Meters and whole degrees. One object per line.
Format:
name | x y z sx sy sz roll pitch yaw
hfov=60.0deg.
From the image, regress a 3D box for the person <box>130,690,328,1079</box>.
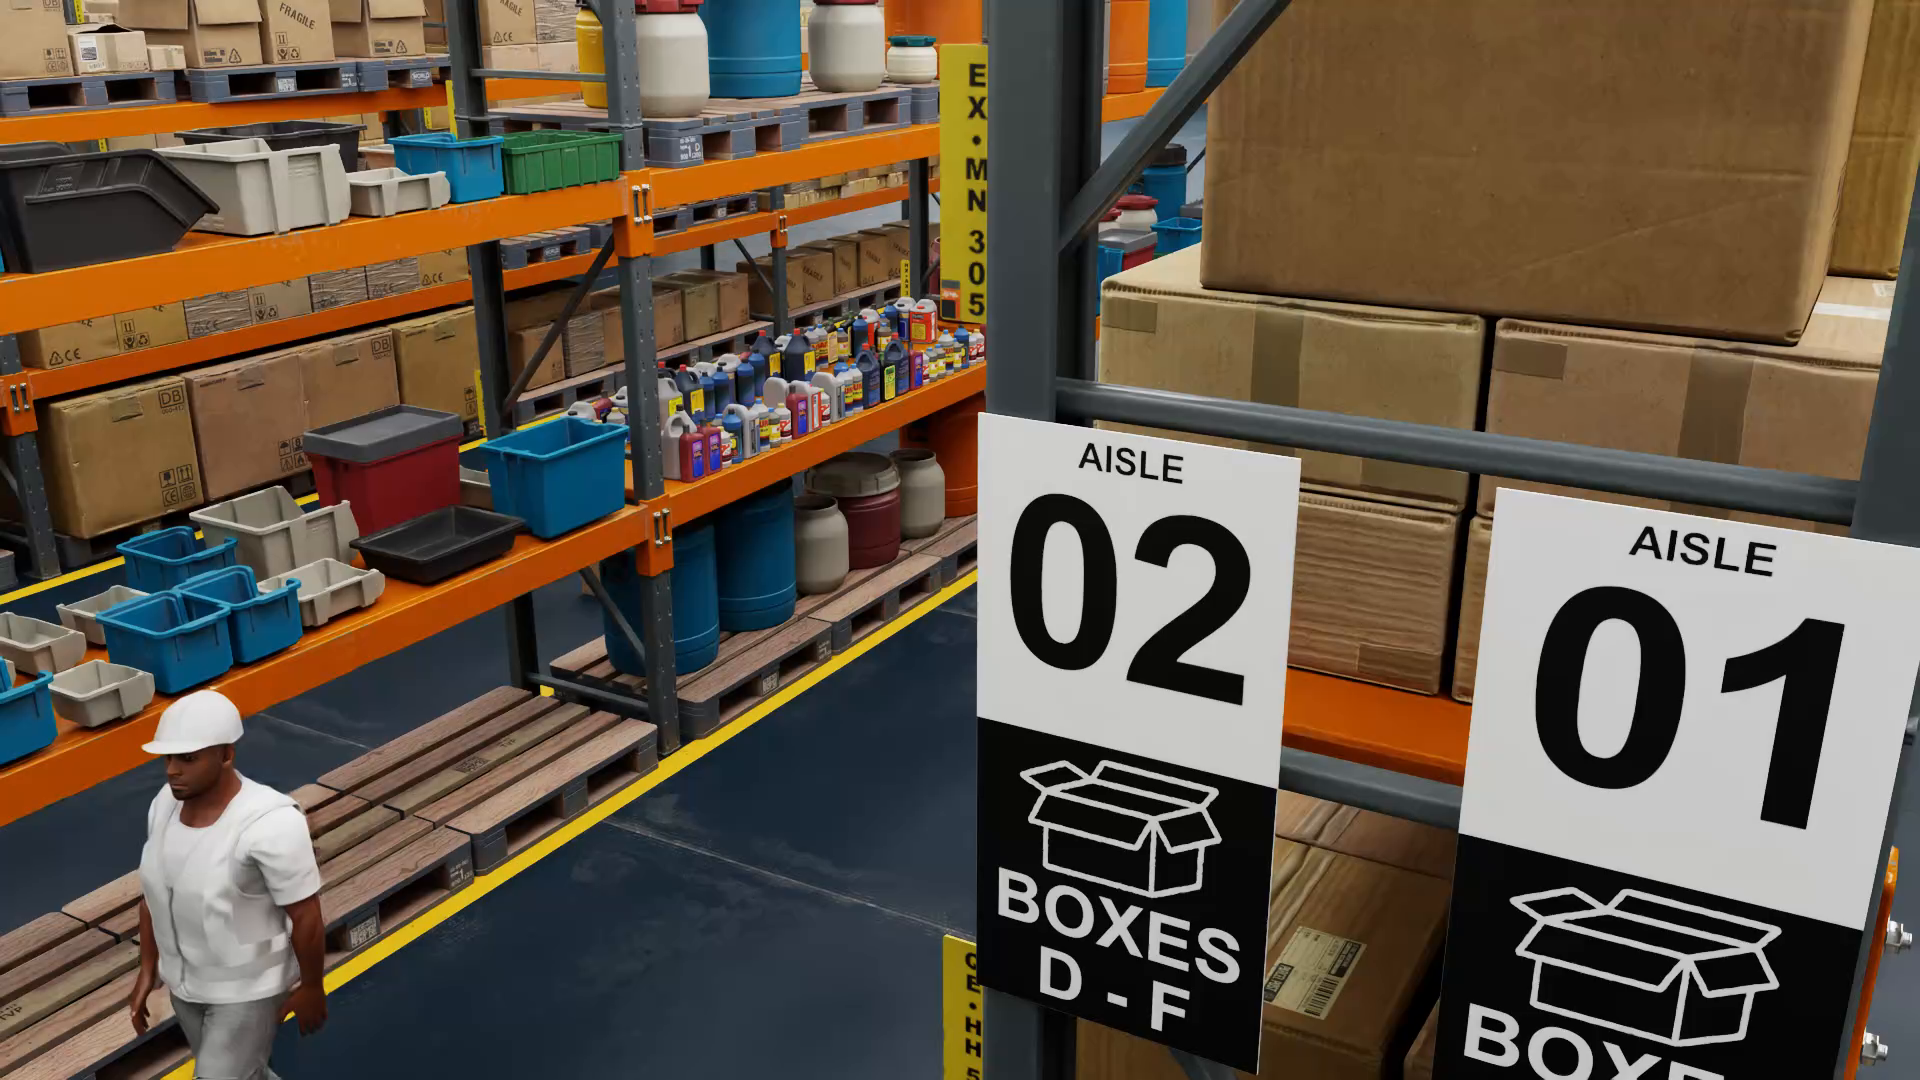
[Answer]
person | -2.137 1.301 4.800 0.566 1.801 0.471 11 22 28
